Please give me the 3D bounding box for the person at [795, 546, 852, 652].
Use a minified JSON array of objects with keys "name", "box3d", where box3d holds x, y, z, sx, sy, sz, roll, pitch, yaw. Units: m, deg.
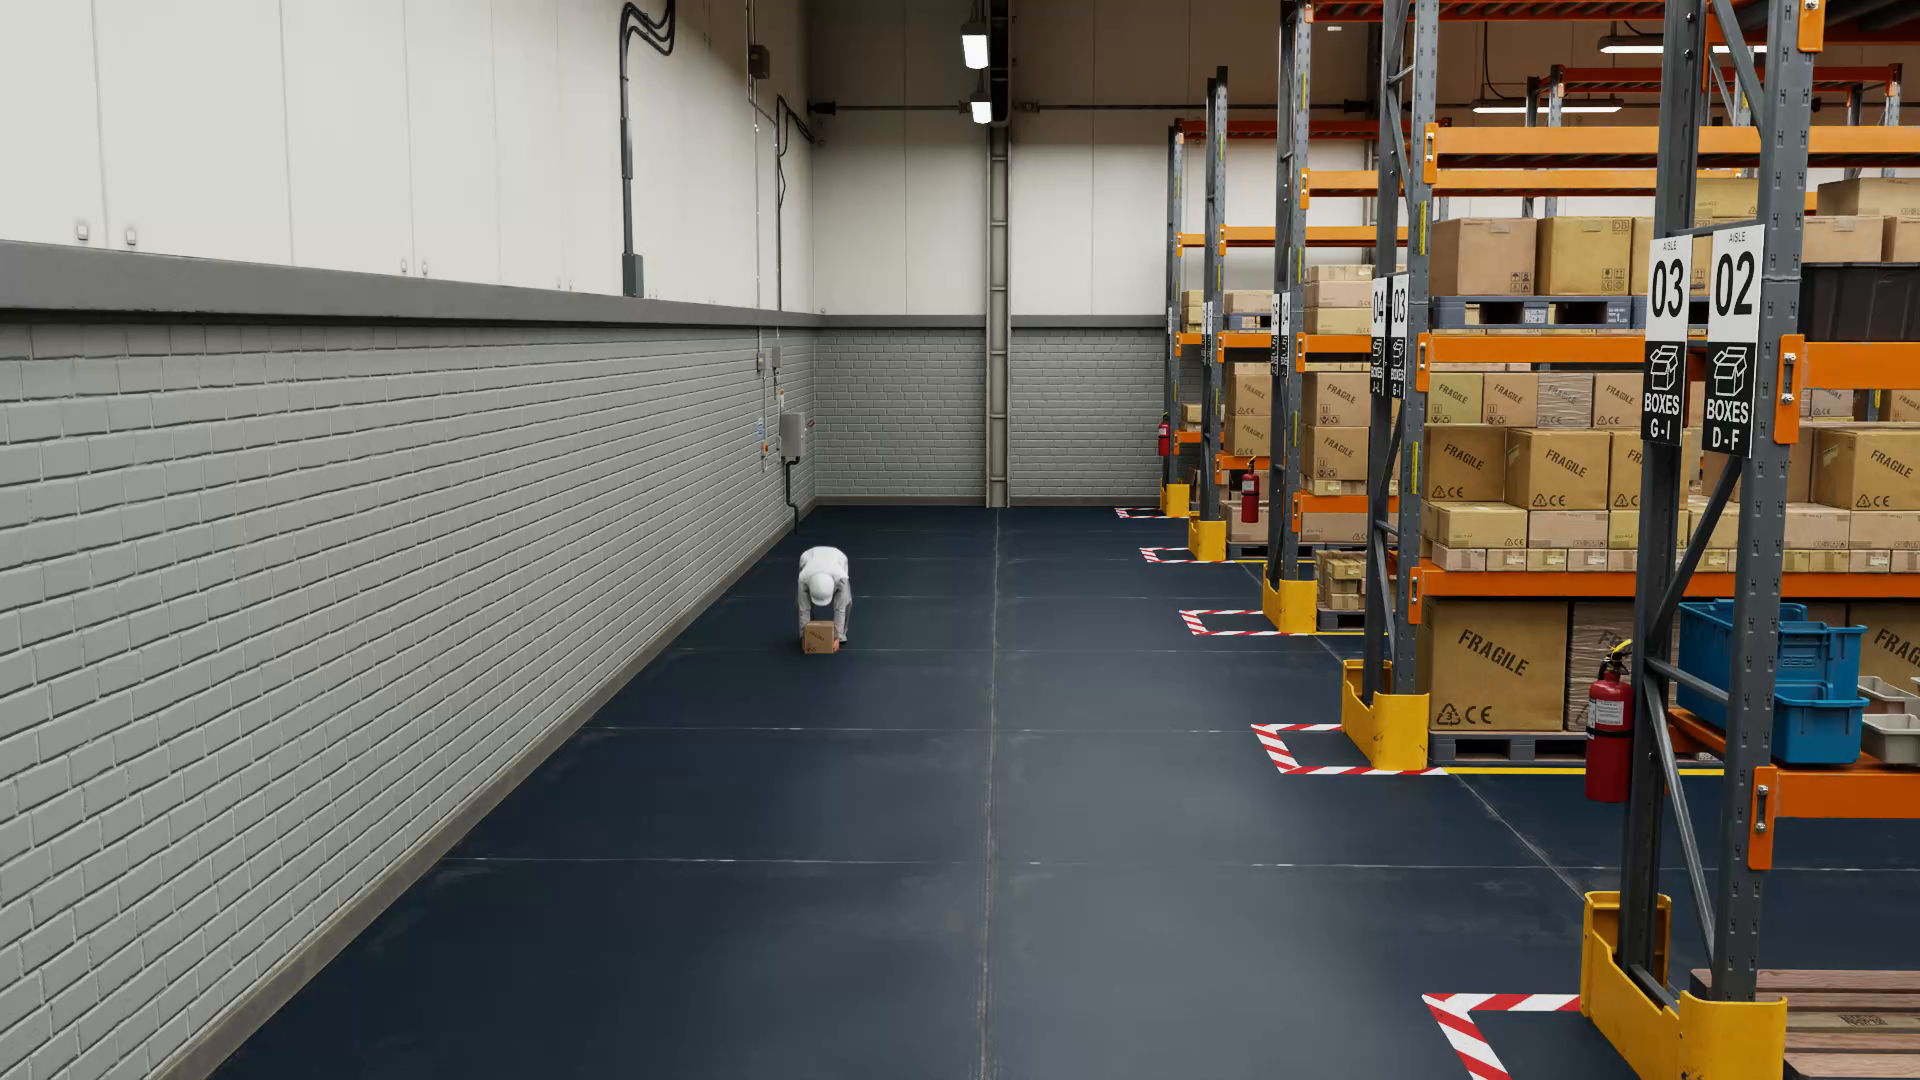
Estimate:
[{"name":"person","box3d":[-1.240,0.527,15.096,0.520,0.896,1.003,0,7,-1]}]
